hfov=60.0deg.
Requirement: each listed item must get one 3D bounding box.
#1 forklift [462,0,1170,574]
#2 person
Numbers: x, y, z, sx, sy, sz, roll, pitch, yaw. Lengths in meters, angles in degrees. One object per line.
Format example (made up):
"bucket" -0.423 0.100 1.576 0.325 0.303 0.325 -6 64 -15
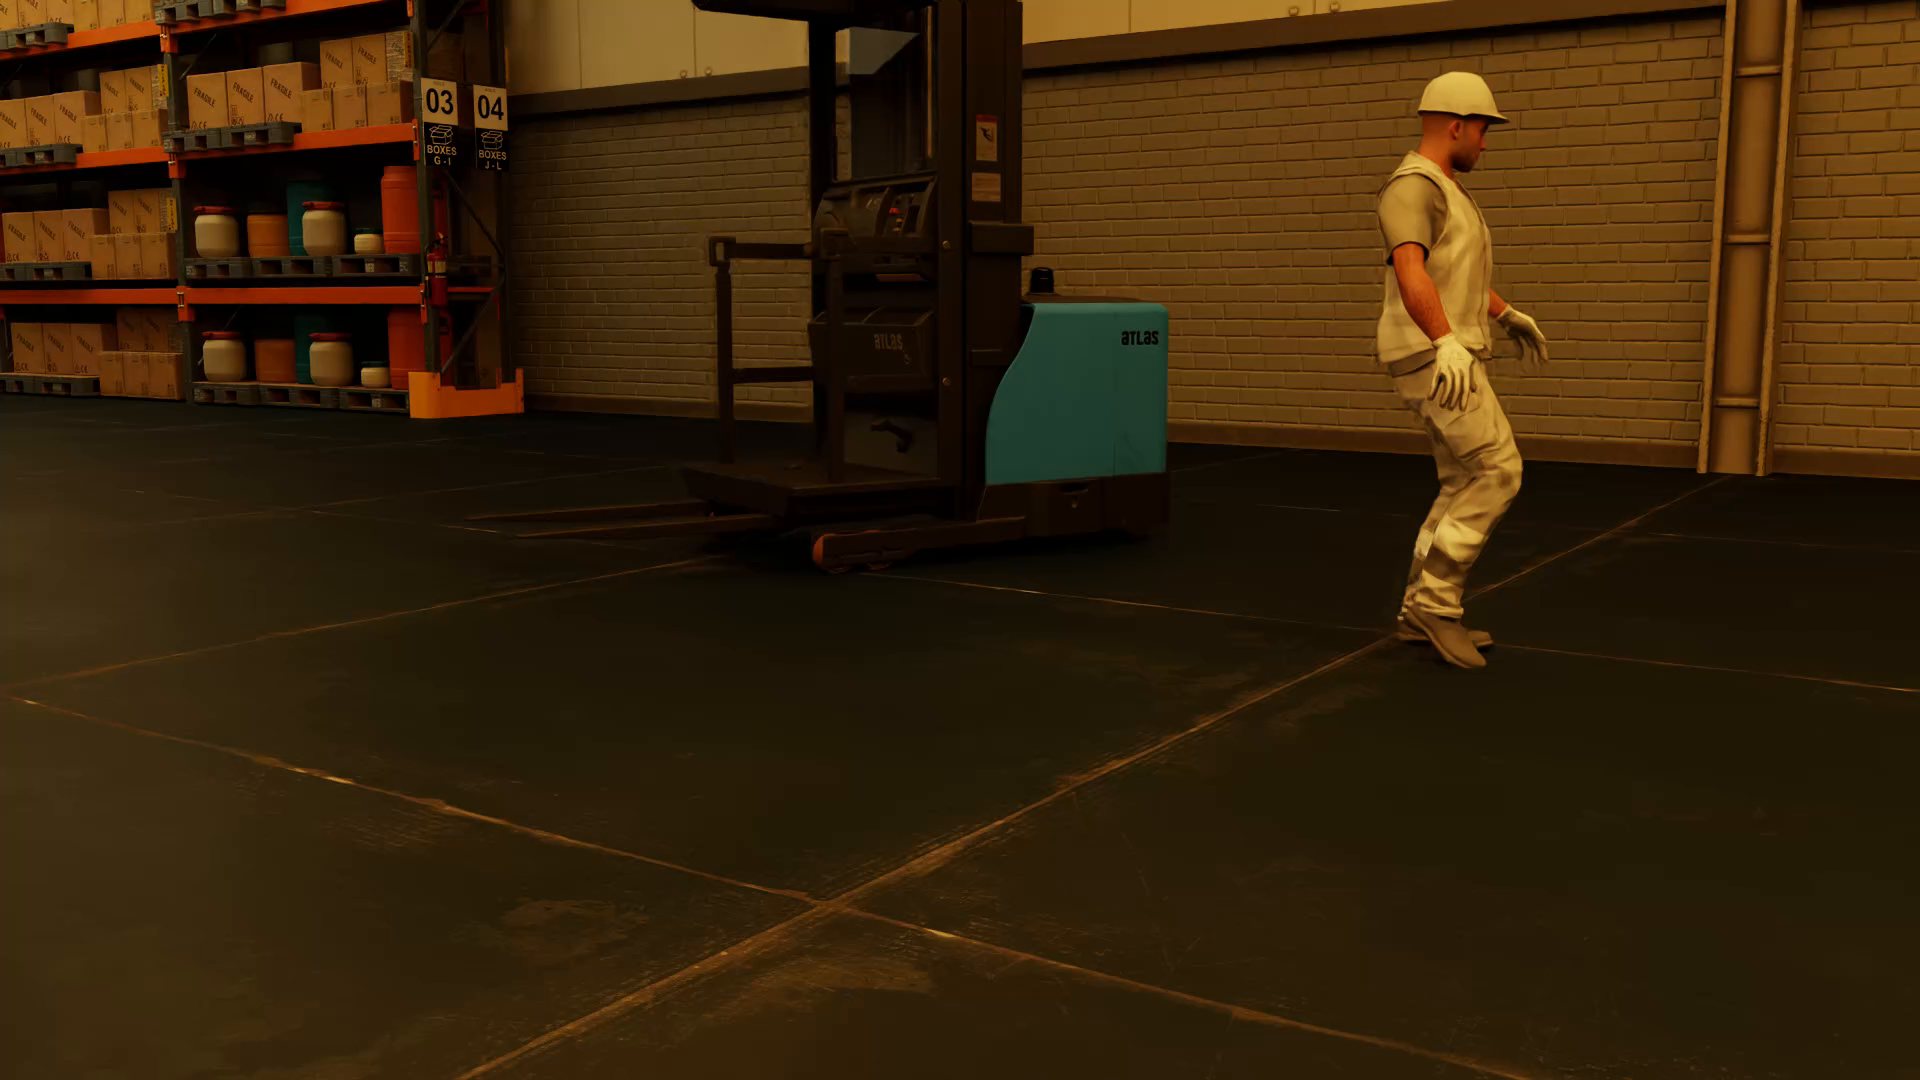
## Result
"forklift" -0.549 -1.399 7.034 3.031 2.935 1.130 -5 10 -33
"person" 1.537 -0.520 5.109 0.483 1.786 0.898 5 9 31
